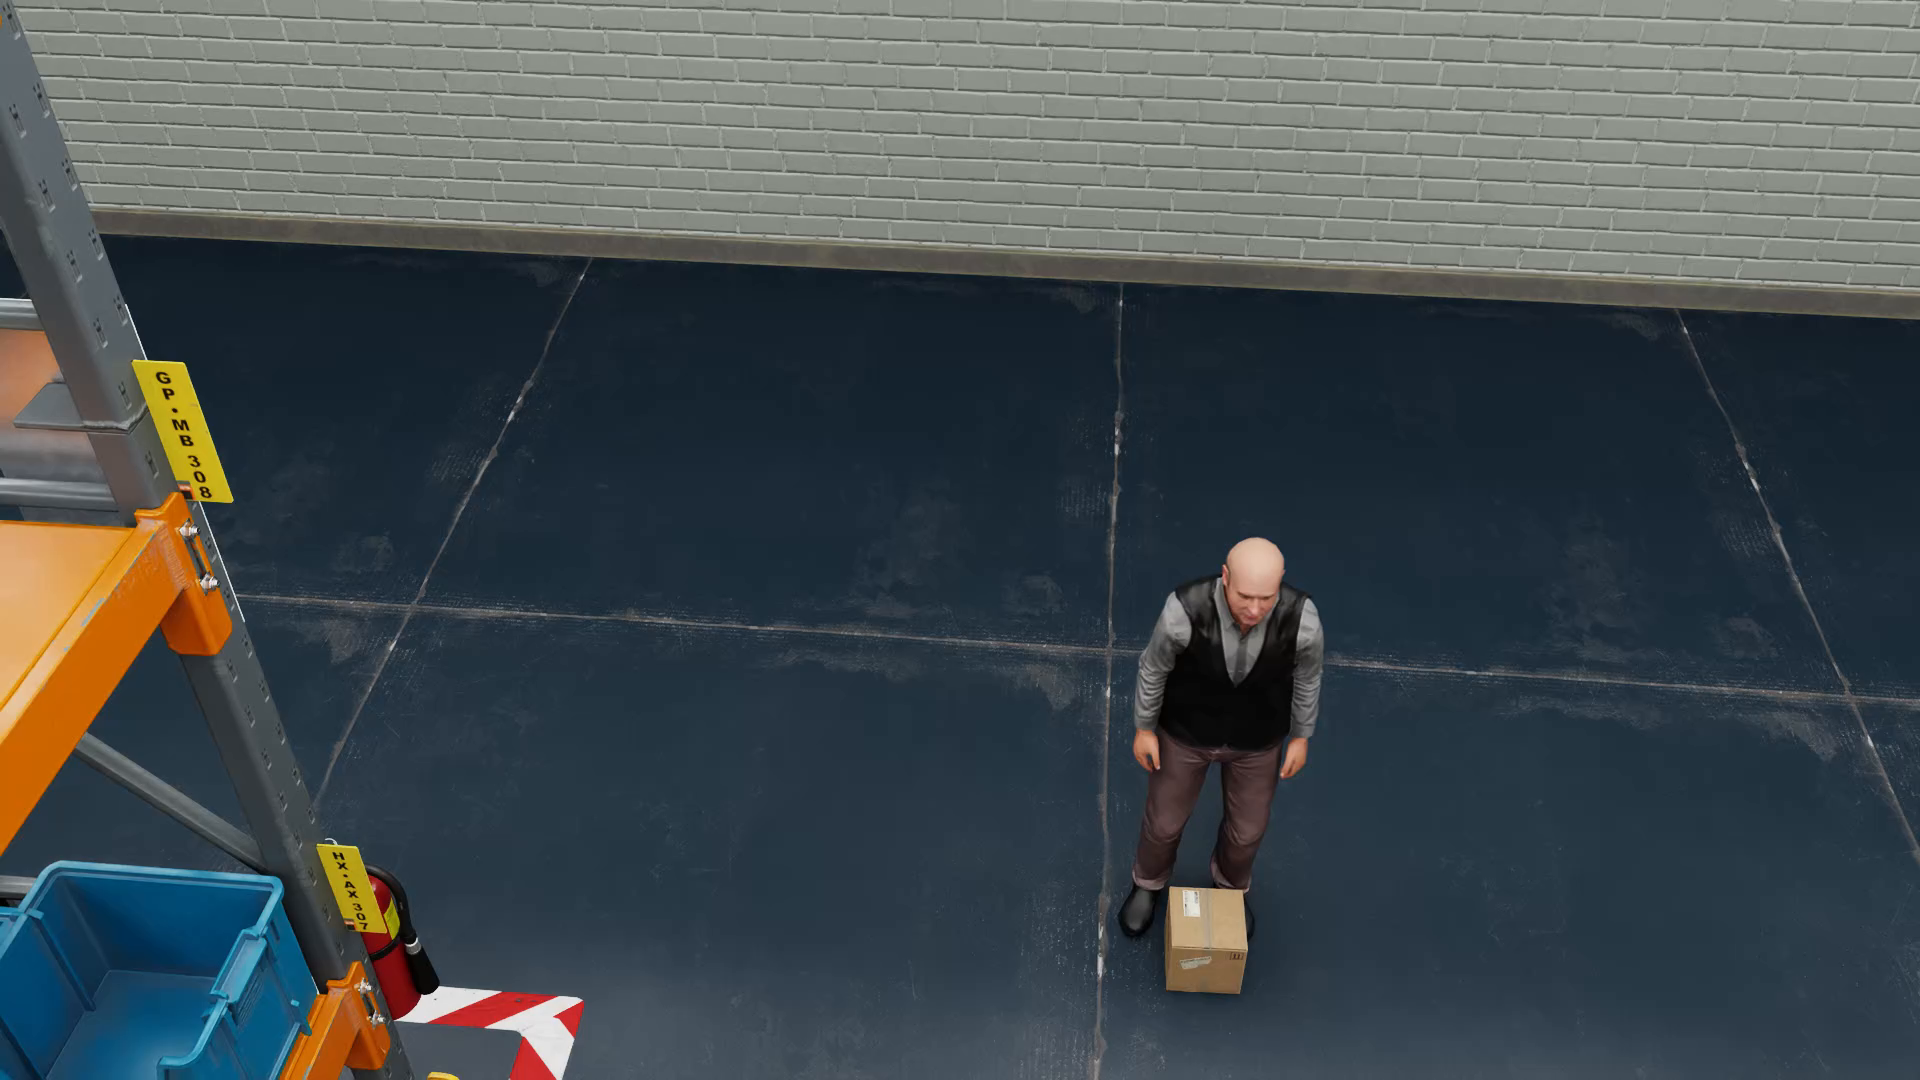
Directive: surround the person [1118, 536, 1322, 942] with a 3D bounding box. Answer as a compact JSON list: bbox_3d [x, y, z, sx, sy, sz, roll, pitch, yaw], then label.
[{"bbox_3d":[0.849,0.624,5.425,0.580,1.722,0.416,3,40,4],"label":"person"}]
